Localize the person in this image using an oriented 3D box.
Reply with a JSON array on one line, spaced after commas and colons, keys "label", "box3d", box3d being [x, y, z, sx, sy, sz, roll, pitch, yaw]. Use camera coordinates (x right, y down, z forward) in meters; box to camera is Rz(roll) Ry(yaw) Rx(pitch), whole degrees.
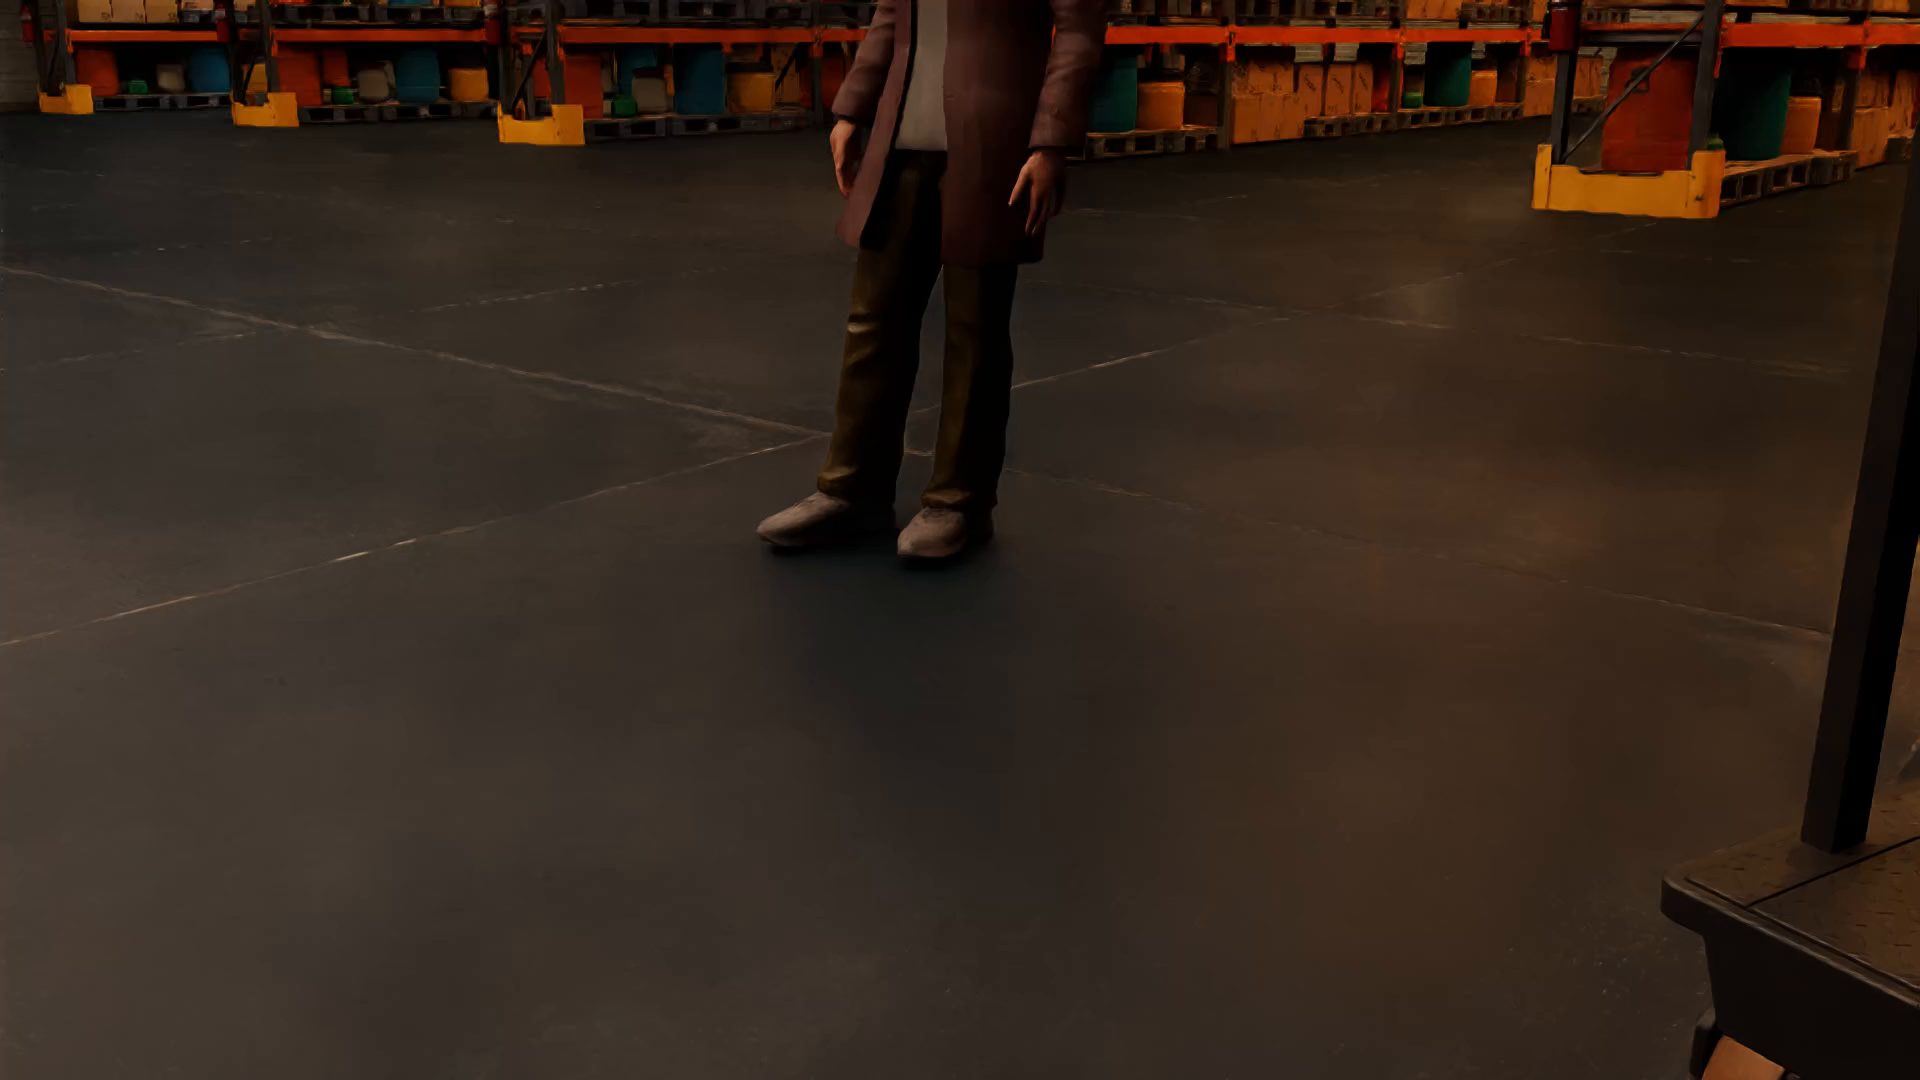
[{"label": "person", "box3d": [-0.062, -0.838, 3.617, 0.694, 1.776, 0.580, 13, 21, 37]}]
